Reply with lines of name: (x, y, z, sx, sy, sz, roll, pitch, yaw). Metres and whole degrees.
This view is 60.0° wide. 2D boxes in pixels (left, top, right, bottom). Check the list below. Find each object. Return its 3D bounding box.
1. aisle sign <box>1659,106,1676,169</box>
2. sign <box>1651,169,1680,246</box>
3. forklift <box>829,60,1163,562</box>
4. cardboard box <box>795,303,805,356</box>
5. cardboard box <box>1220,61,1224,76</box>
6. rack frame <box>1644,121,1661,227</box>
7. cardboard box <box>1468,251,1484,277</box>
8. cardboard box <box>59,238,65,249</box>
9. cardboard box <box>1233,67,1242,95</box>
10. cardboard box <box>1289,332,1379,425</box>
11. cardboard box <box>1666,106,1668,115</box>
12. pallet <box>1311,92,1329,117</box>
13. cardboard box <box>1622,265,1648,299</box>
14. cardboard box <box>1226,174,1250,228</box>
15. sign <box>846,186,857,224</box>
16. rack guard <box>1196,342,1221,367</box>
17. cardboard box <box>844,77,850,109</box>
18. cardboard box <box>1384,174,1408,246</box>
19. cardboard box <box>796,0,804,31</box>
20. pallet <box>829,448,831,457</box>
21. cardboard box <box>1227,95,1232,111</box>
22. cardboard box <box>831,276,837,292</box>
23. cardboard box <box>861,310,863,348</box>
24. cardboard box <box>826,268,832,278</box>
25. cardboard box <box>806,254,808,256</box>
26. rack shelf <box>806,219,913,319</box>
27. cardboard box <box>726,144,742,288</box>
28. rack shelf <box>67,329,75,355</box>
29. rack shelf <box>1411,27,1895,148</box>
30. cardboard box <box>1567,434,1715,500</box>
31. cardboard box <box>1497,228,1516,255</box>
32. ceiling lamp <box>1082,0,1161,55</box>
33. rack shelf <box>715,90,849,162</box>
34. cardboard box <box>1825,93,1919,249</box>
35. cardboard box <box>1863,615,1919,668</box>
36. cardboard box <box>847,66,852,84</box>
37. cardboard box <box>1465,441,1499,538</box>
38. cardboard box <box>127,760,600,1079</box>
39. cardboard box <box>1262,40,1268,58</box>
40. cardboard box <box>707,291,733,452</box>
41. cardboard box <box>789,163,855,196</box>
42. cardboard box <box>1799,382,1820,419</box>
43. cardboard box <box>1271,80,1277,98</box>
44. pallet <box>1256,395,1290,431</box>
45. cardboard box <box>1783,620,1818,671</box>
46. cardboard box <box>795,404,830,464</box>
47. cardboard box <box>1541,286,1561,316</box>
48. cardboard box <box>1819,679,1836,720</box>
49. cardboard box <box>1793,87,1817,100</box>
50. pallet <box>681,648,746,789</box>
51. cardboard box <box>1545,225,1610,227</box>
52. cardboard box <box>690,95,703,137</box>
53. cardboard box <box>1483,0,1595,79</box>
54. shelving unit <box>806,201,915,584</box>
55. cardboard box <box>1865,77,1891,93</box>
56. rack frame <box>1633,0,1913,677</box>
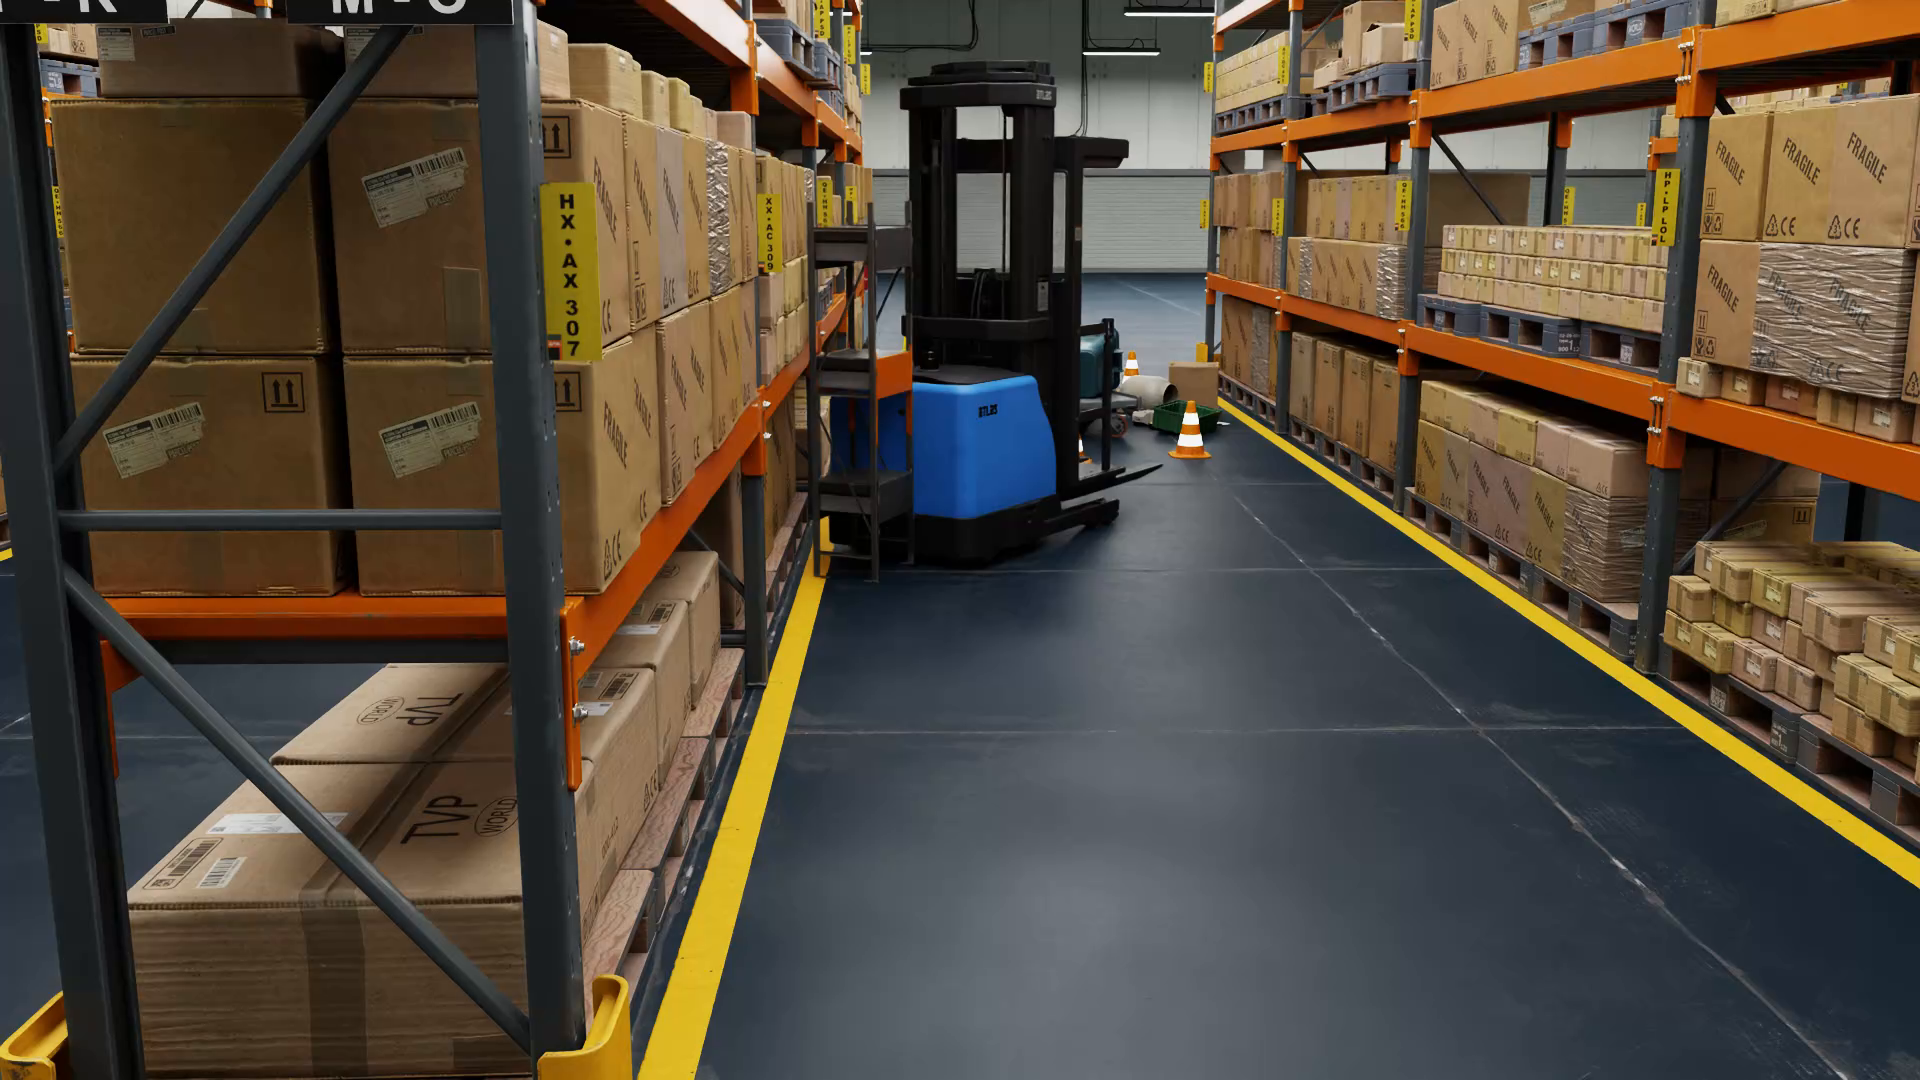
aisle sign: (8.002, -4.537, 18.840, 0.394, 0.787, 0.004, 0, 11, -1)
sign: (3.036, -1.431, 7.154, 0.100, 0.325, 0.005, 0, 11, -1)
forklift: (0.407, -1.555, 10.853, 1.130, 2.935, 3.031, 7, 13, 31)
cardboard box: (-1.110, -1.145, 9.036, 0.500, 0.250, 0.500, 0, 11, -2)
cardboard box: (3.035, -5.127, 18.059, 0.380, 0.149, 0.250, 0, 11, -1)
rack frame: (8.303, -3.252, 19.044, 1.000, 3.000, 0.127, 0, 11, -1)
cardboard box: (3.333, -1.686, 10.152, 0.380, 0.149, 0.250, -1, 11, -3)
cardboard box: (-6.114, -2.031, 11.144, 0.380, 0.149, 0.250, 0, 11, 1)
cardboard box: (3.119, -4.751, 17.208, 0.500, 0.250, 0.500, 0, 11, -2)
cardboard box: (3.528, -1.437, 14.698, 1.050, 0.750, 0.750, 0, 11, -1)
cardboard box: (8.078, -4.788, 18.446, 0.380, 0.149, 0.250, 0, 11, -2)
pallet: (3.493, -3.651, 13.946, 0.805, 0.209, 1.217, -1, 11, -3)
cardboard box: (3.378, -1.225, 7.882, 0.380, 0.149, 0.250, 0, 11, -1)
cardboard box: (3.291, -3.560, 17.467, 0.875, 0.550, 0.550, 0, 11, -1)
sign: (-0.967, -2.986, 14.823, 0.100, 0.325, 0.005, 0, 11, -1)
rack guard: (3.342, -2.031, 19.314, 1.175, 0.500, 0.348, 0, 11, -1)
cardboard box: (-1.257, -4.047, 15.047, 0.500, 0.250, 0.500, 0, 11, -2)
cardboard box: (3.497, -2.390, 12.030, 0.700, 0.500, 0.500, 0, 11, -2)
cardboard box: (-1.113, -2.997, 8.933, 0.500, 0.500, 0.500, 0, 11, -1)
pallet: (-1.476, -0.652, 13.240, 1.003, 0.211, 1.213, 0, 11, -1)
cardboard box: (3.045, -4.633, 17.631, 0.380, 0.149, 0.250, 0, 11, -1)
cardboard box: (-1.208, -2.357, 15.264, 0.380, 0.149, 0.250, 0, 11, -1)
cardboard box: (-1.327, -2.279, 18.220, 0.500, 0.500, 0.500, 0, 11, -1)
cardboard box: (-1.229, -2.195, 13.408, 0.380, 0.149, 0.250, 0, 11, -1)
cardboard box: (-1.161, -1.595, 9.998, 0.500, 0.250, 0.500, -1, 11, -3)
rack shelf: (-0.554, -1.516, 9.273, 0.431, 0.518, 0.480, 5, 13, 22)
cardboard box: (-1.068, -1.171, 6.022, 0.500, 0.500, 0.500, 0, 11, -2)
rack shelf: (-6.443, -1.645, 12.931, 1.077, 0.370, 4.000, 0, 11, -1)
rack shelf: (3.549, -2.381, 9.017, 1.077, 0.370, 4.000, 0, 11, -1)
cardboard box: (3.322, -0.361, 8.141, 0.500, 0.250, 0.500, -1, 11, -3)
cardboard box: (3.345, -1.734, 9.643, 0.380, 0.149, 0.250, 0, 11, 1)
ceiling lamp: (4.143, -14.094, 42.716, 2.000, 3.185, 0.800, 0, 11, -1)
rack shelf: (-1.481, -3.136, 12.737, 1.077, 0.370, 4.000, 0, 11, -1)
cardboard box: (3.362, -1.257, 5.696, 0.500, 0.500, 0.500, 0, 11, 0)
cardboard box: (3.431, 0.364, 5.836, 0.380, 0.149, 0.250, -1, 11, -4)
cardboard box: (-1.212, -4.374, 15.657, 0.380, 0.149, 0.250, 0, 11, -2)
cardboard box: (3.296, -0.298, 9.717, 0.500, 0.500, 0.500, -1, 11, -3)
cardboard box: (-1.387, 0.888, 4.023, 0.875, 0.438, 0.875, -1, 11, -3)
cardboard box: (3.084, -4.670, 15.809, 0.380, 0.149, 0.250, 0, 11, 0)
cardboard box: (-1.050, -0.581, 5.630, 0.500, 0.500, 0.500, 0, 11, -2)
cardboard box: (-1.314, -3.189, 15.220, 0.700, 0.500, 0.500, 0, 11, -2)
cardboard box: (3.406, -0.528, 6.247, 0.380, 0.149, 0.250, -1, 11, -4)
cardboard box: (3.092, -4.179, 15.395, 0.380, 0.149, 0.250, 0, 11, 0)
pallet: (3.488, -1.241, 16.147, 1.003, 0.211, 1.213, 0, 11, -1)
cardboard box: (3.417, 0.405, 6.386, 0.380, 0.149, 0.250, -1, 11, -4)
cardboard box: (-1.464, -0.798, 12.501, 0.950, 0.372, 0.625, 0, 11, -2)
cardboard box: (3.354, -1.286, 8.929, 0.380, 0.149, 0.250, 0, 11, 1)
cardboard box: (3.435, 0.605, 6.149, 0.380, 0.149, 0.250, -1, 11, -4)
cardboard box: (8.085, -4.215, 15.622, 0.380, 0.149, 0.250, -1, 11, -4)
pallet: (-1.419, 0.692, 6.616, 1.003, 0.211, 1.213, 0, 11, -1)
cardboard box: (3.976, -1.940, 10.657, 0.380, 0.149, 0.250, -1, 11, -3)
cardboard box: (-1.075, -1.420, 5.619, 0.380, 0.149, 0.250, 0, 11, -2)
cardboard box: (3.286, -2.867, 9.351, 0.500, 0.500, 0.500, 0, 11, -1)
shelving unit: (-0.554, -0.846, 9.421, 0.431, 2.100, 0.503, 5, 13, 22)
cardboard box: (8.297, -4.089, 14.312, 0.797, 0.503, 0.637, -1, 11, -4)
rack frame: (3.590, -0.866, 7.284, 1.000, 3.000, 0.127, 0, 11, -1)
